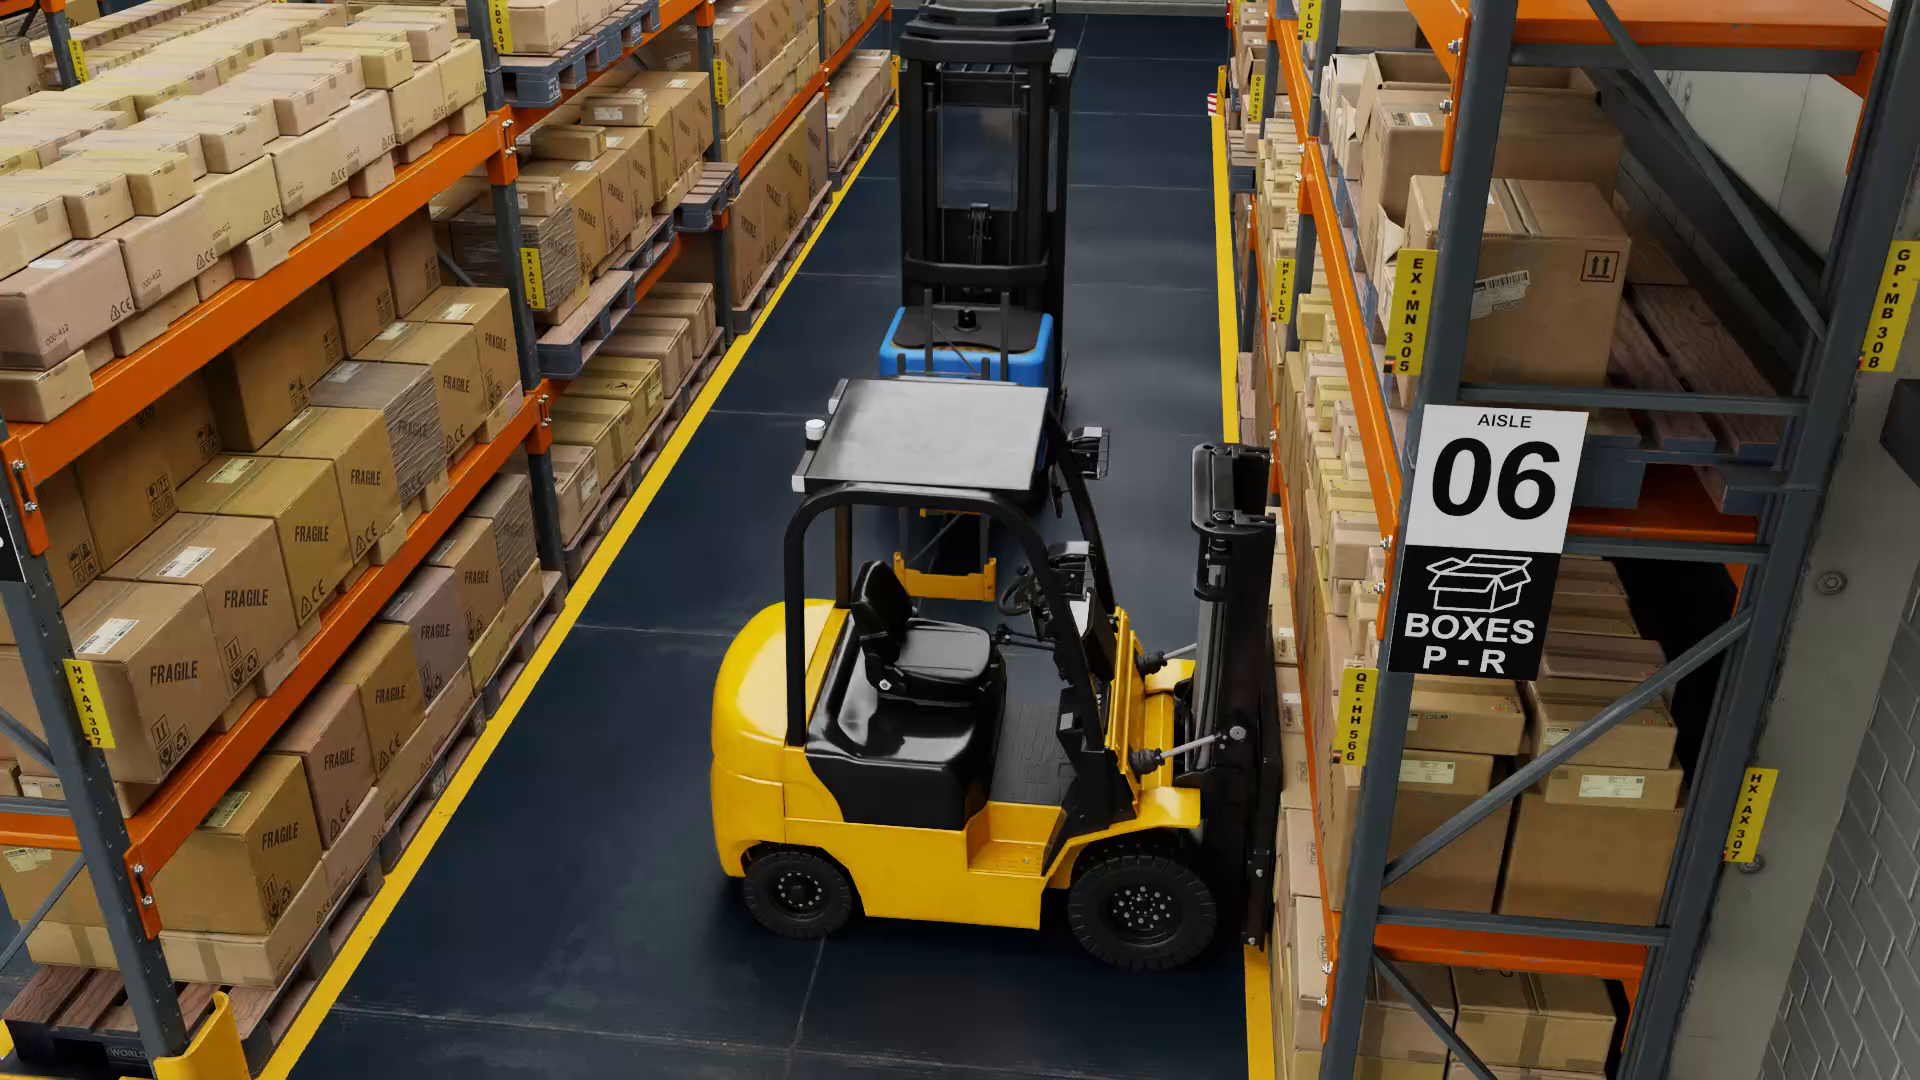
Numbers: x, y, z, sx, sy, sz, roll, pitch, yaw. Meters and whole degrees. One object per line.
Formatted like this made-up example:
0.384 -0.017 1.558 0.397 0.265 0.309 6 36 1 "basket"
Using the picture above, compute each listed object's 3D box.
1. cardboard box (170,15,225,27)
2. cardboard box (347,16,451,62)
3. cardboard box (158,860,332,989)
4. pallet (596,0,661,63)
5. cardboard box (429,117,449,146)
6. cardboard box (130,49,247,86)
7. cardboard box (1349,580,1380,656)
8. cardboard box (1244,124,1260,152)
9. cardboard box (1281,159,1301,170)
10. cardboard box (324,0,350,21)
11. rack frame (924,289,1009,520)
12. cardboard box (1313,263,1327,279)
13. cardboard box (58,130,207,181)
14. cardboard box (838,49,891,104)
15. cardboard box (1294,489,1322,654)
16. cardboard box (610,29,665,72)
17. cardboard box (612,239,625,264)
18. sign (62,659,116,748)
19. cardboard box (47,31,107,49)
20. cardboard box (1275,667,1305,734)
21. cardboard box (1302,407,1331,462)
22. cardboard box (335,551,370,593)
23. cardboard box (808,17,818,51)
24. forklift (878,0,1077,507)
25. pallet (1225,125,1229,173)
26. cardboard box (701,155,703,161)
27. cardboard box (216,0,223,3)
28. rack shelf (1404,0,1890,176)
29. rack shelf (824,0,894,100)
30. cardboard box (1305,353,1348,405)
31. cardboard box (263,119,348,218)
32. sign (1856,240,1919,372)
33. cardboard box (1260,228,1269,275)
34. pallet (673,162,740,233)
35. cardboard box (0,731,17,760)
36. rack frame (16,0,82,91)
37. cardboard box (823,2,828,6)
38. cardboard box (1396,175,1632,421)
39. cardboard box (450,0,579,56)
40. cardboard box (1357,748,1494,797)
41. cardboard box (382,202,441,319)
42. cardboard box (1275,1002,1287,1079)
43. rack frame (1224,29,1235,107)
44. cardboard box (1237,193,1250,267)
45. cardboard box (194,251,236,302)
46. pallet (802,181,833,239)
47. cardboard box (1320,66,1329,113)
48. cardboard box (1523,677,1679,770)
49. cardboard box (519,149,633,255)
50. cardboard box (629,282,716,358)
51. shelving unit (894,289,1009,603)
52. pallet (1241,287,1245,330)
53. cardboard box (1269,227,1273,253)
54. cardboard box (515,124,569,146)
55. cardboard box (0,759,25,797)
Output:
-6.744 -4.546 14.720 0.380 0.149 0.250 2 28 4 "cardboard box"
-2.561 -2.290 7.599 0.380 0.149 0.250 3 28 5 "cardboard box"
-2.900 1.527 6.709 0.500 0.250 0.500 3 28 6 "cardboard box"
-2.478 -3.028 9.744 1.213 0.211 1.003 3 28 6 "pallet"
-2.637 -1.948 7.805 0.380 0.149 0.250 4 29 7 "cardboard box"
-3.229 -1.960 6.986 0.380 0.149 0.250 2 28 5 "cardboard box"
1.493 0.268 5.487 0.380 0.149 0.250 4 29 7 "cardboard box"
2.334 -3.019 12.514 0.380 0.149 0.250 4 29 7 "cardboard box"
2.244 -2.318 10.601 0.380 0.149 0.250 4 29 7 "cardboard box"
-6.417 -5.417 16.723 0.500 0.500 0.500 3 28 5 "cardboard box"
0.039 -0.805 10.162 0.500 1.500 0.032 3 29 6 "rack frame"
1.979 -1.357 8.816 0.380 0.149 0.250 3 28 5 "cardboard box"
-2.880 -1.321 5.800 0.380 0.149 0.250 3 28 6 "cardboard box"
-1.294 -5.407 19.382 0.875 0.438 0.875 2 28 4 "cardboard box"
1.639 0.139 6.724 0.500 0.500 0.500 4 29 7 "cardboard box"
-2.489 -3.643 12.690 0.500 0.500 0.500 3 28 5 "cardboard box"
-2.298 -1.823 10.294 0.380 0.149 0.250 4 29 7 "cardboard box"
-2.735 0.516 5.217 0.100 0.325 0.005 3 28 6 "sign"
-7.483 -4.214 14.105 0.380 0.149 0.250 3 28 6 "cardboard box"
1.579 0.786 7.031 0.500 0.250 0.500 3 28 5 "cardboard box"
1.672 -0.444 7.123 0.380 0.149 0.250 3 28 6 "cardboard box"
-2.787 0.097 7.171 0.380 0.149 0.250 3 28 5 "cardboard box"
-1.615 -4.716 15.472 0.500 0.250 0.500 3 28 6 "cardboard box"
0.185 -2.171 11.189 1.130 2.935 3.031 3 29 6 "forklift"
3.356 -4.168 17.764 1.003 0.211 1.213 3 28 6 "pallet"
-2.099 -2.807 12.119 0.380 0.149 0.250 4 29 8 "cardboard box"
-7.233 -5.201 15.936 0.380 0.149 0.250 5 29 9 "cardboard box"
1.899 -1.938 5.539 1.077 0.370 4.000 3 28 6 "rack shelf"
-1.558 -5.408 17.884 1.077 0.370 4.000 3 28 6 "rack shelf"
1.712 -0.694 7.273 0.380 0.149 0.250 4 29 7 "cardboard box"
-2.755 -1.462 6.484 0.500 0.250 0.500 4 29 7 "cardboard box"
2.204 -0.553 3.946 0.100 0.325 0.005 3 28 6 "sign"
2.214 -1.874 10.723 0.500 0.250 0.500 2 28 5 "cardboard box"
-2.274 -2.474 11.882 1.213 0.211 1.003 3 28 6 "pallet"
-3.480 0.419 5.891 0.500 0.500 0.500 3 28 5 "cardboard box"
-7.218 -3.140 12.917 1.000 3.000 0.127 3 28 6 "rack frame"
-1.504 -5.478 16.095 0.500 0.500 0.500 4 29 7 "cardboard box"
1.466 -0.664 4.504 0.500 0.500 0.500 4 29 8 "cardboard box"
-2.313 -2.709 8.668 0.500 0.250 0.500 3 28 5 "cardboard box"
1.418 0.643 5.105 0.380 0.149 0.250 4 29 7 "cardboard box"
-3.052 -1.438 8.284 0.700 0.500 0.500 3 28 6 "cardboard box"
1.398 1.938 5.946 0.500 0.250 0.500 4 29 7 "cardboard box"
3.614 -6.379 18.929 1.000 3.000 0.127 3 28 6 "rack frame"
2.651 -2.637 14.174 0.500 0.500 0.500 2 28 4 "cardboard box"
-2.866 -0.977 6.002 0.380 0.149 0.250 2 28 5 "cardboard box"
-1.822 -3.188 15.945 1.003 0.211 1.213 3 28 6 "pallet"
1.787 -1.976 7.309 0.380 0.149 0.250 4 29 7 "cardboard box"
1.907 0.546 4.971 0.380 0.149 0.250 3 28 5 "cardboard box"
-2.306 -2.049 10.029 0.500 0.500 0.500 3 28 6 "cardboard box"
-2.372 -1.663 12.502 0.950 0.372 0.625 1 28 3 "cardboard box"
-0.024 -0.570 9.726 0.587 1.500 1.083 3 29 6 "shelving unit"
2.763 -1.735 13.249 1.003 0.211 1.213 3 28 6 "pallet"
2.155 -1.850 10.153 0.500 0.250 0.500 4 29 7 "cardboard box"
-2.762 -2.331 10.552 0.500 0.500 0.500 2 28 4 "cardboard box"
-3.440 0.787 5.891 0.380 0.149 0.250 4 29 8 "cardboard box"
